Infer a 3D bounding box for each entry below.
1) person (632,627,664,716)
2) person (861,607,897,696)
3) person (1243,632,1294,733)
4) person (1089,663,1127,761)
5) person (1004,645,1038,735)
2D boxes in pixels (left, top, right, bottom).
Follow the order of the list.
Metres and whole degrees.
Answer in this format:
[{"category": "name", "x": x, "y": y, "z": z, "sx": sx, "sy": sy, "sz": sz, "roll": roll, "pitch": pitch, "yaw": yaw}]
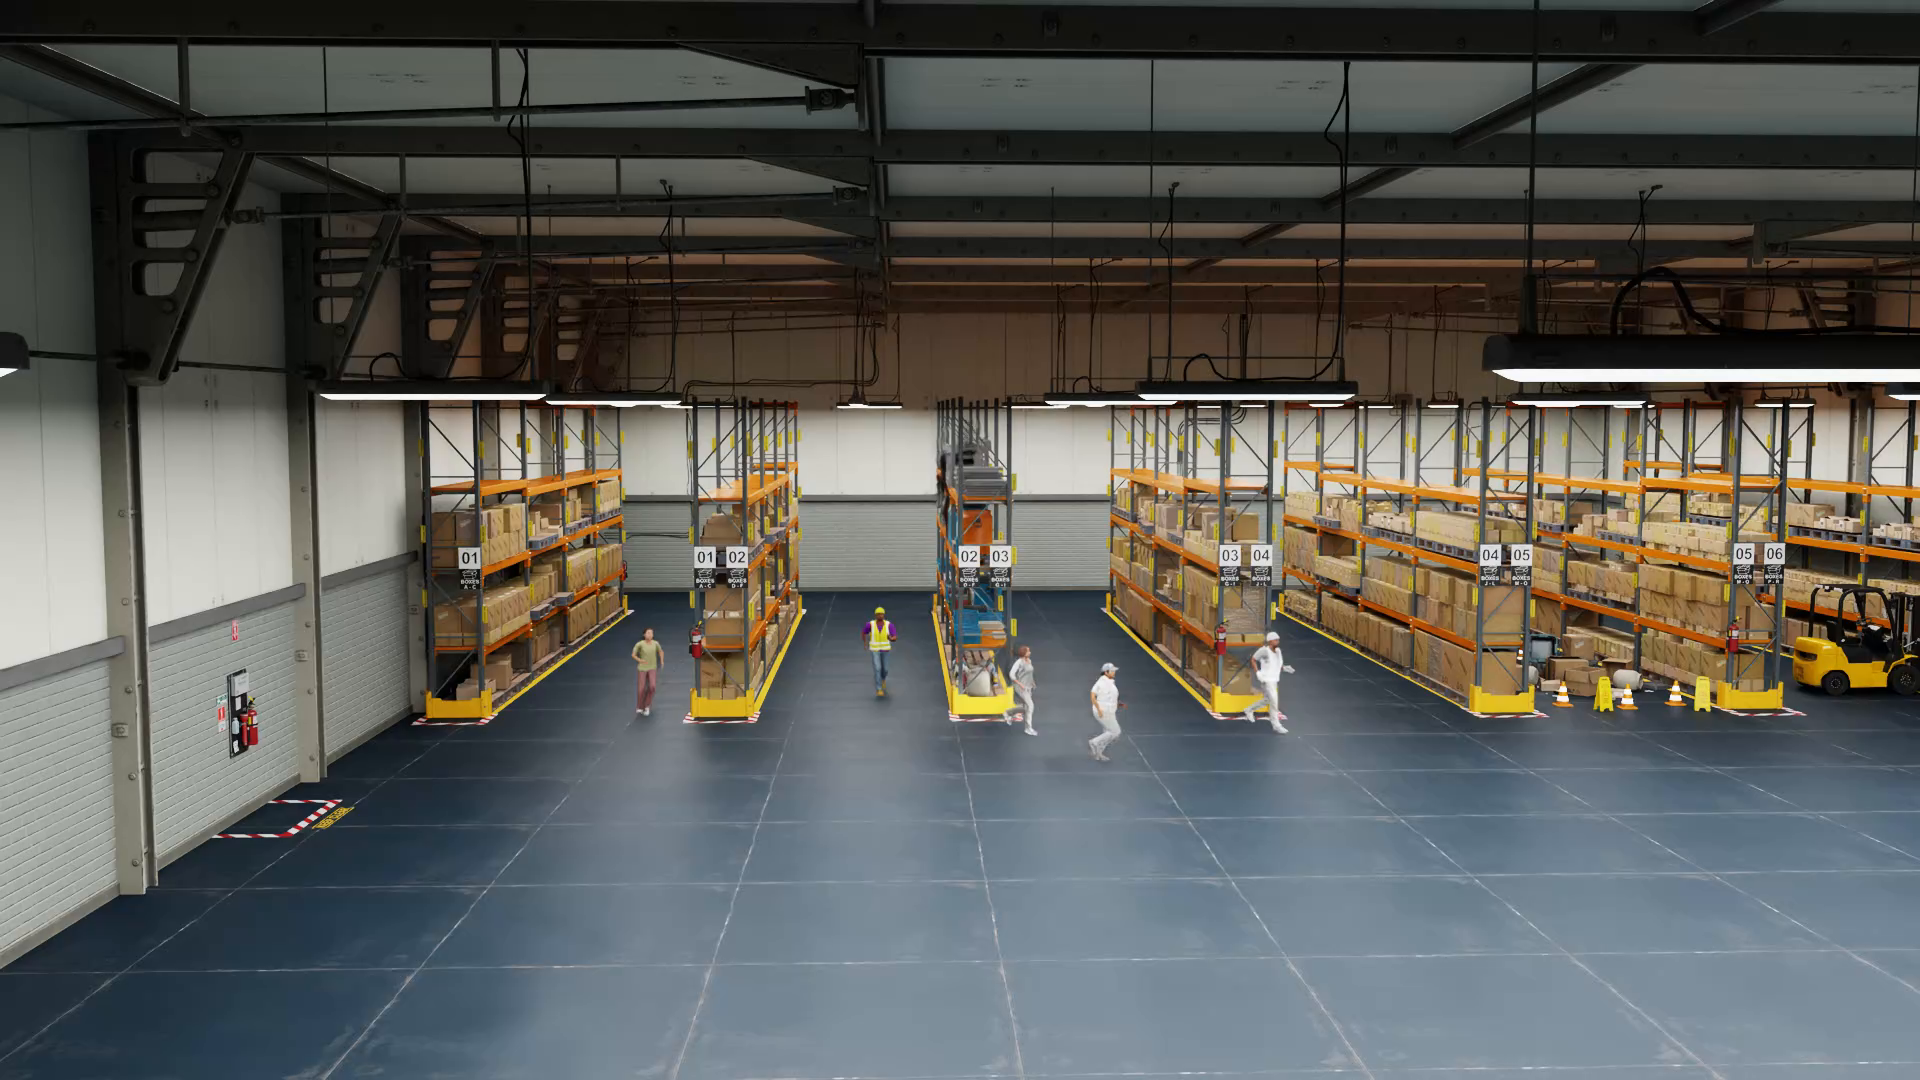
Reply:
[{"category": "person", "x": -5.876, "y": 2.478, "z": 31.401, "sx": 0.626, "sy": 1.667, "sz": 0.560, "roll": -2, "pitch": 5, "yaw": -21}, {"category": "person", "x": -1.617, "y": 2.233, "z": 33.644, "sx": 0.710, "sy": 1.747, "sz": 0.968, "roll": -1, "pitch": 4, "yaw": -11}, {"category": "person", "x": 5.505, "y": 2.527, "z": 29.896, "sx": 0.979, "sy": 1.774, "sz": 0.651, "roll": 4, "pitch": 6, "yaw": 41}, {"category": "person", "x": 2.431, "y": 2.816, "z": 27.198, "sx": 0.581, "sy": 1.616, "sz": 0.592, "roll": 2, "pitch": 5, "yaw": 20}, {"category": "person", "x": 1.075, "y": 2.659, "z": 29.659, "sx": 0.725, "sy": 1.582, "sz": 0.564, "roll": 3, "pitch": 5, "yaw": 30}]
